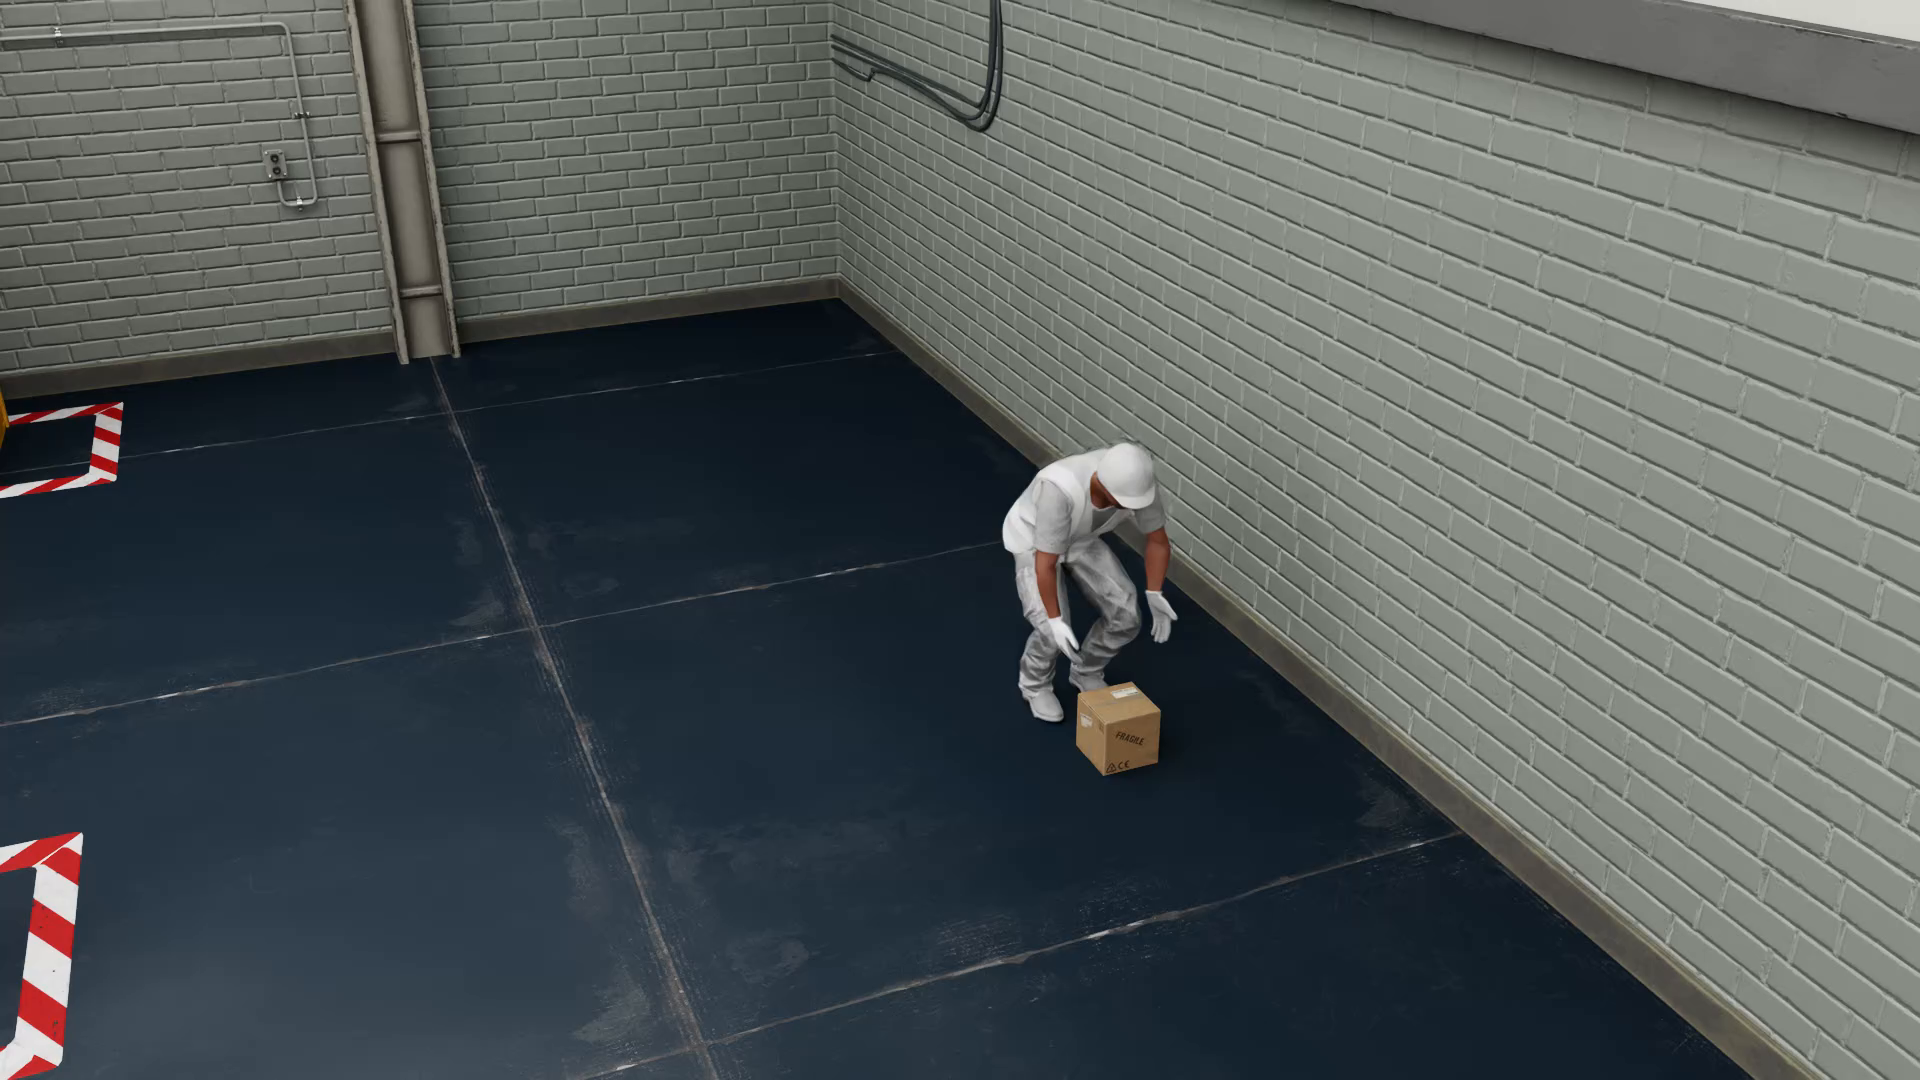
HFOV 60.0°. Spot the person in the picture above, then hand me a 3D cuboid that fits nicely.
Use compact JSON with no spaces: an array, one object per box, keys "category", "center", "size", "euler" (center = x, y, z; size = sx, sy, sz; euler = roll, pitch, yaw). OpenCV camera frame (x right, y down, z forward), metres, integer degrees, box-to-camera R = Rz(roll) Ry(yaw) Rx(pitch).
[{"category":"person","center":[0.525,0.113,6.892],"size":[0.611,1.319,0.816],"euler":[-10,28,-21]}]
